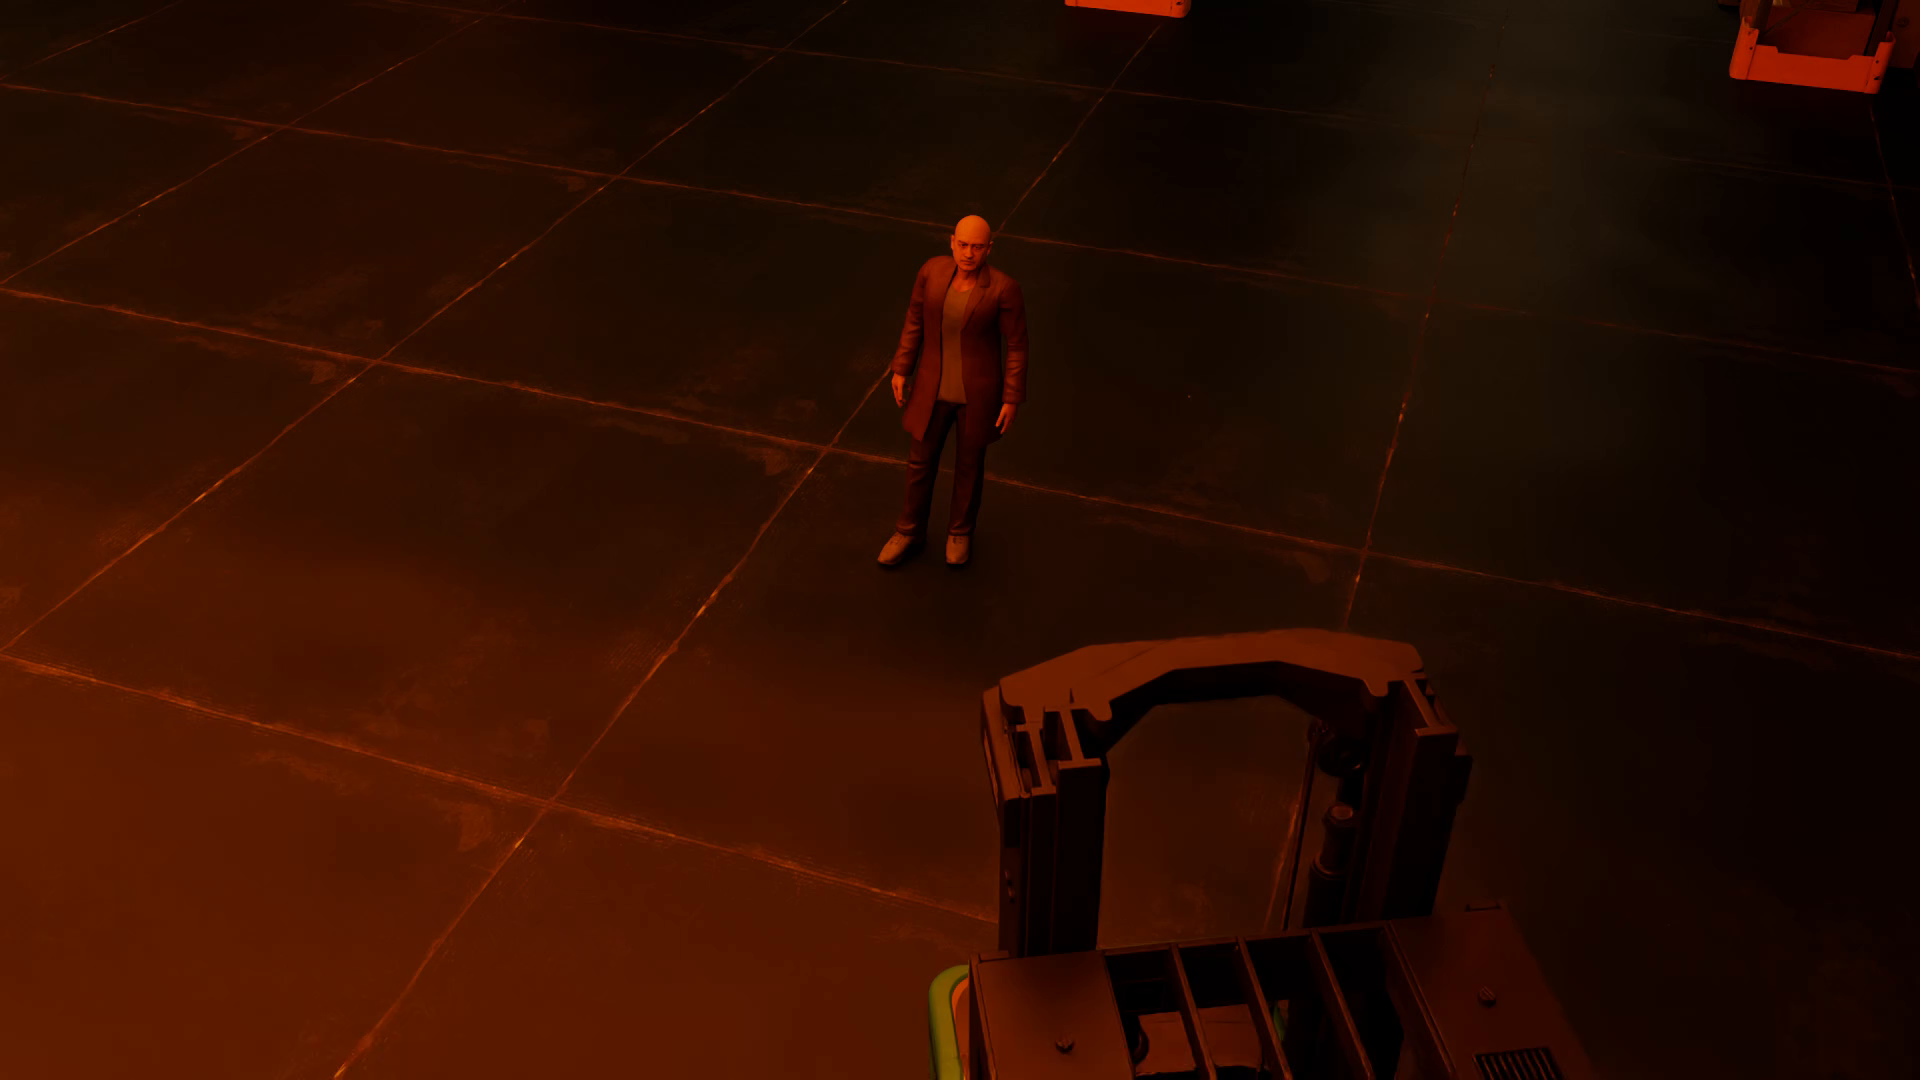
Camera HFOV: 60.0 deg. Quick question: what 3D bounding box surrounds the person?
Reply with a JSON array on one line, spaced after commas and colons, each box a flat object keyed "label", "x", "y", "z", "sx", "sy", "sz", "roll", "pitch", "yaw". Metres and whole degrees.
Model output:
[{"label": "person", "x": -0.035, "y": -0.682, "z": 8.058, "sx": 0.696, "sy": 1.775, "sz": 0.582, "roll": 12, "pitch": 37, "yaw": 16}]

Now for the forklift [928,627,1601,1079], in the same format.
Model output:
[{"label": "forklift", "x": 0.595, "y": 1.771, "z": 3.613, "sx": 1.130, "sy": 2.935, "sz": 3.031, "roll": -4, "pitch": 36, "yaw": -6}]
